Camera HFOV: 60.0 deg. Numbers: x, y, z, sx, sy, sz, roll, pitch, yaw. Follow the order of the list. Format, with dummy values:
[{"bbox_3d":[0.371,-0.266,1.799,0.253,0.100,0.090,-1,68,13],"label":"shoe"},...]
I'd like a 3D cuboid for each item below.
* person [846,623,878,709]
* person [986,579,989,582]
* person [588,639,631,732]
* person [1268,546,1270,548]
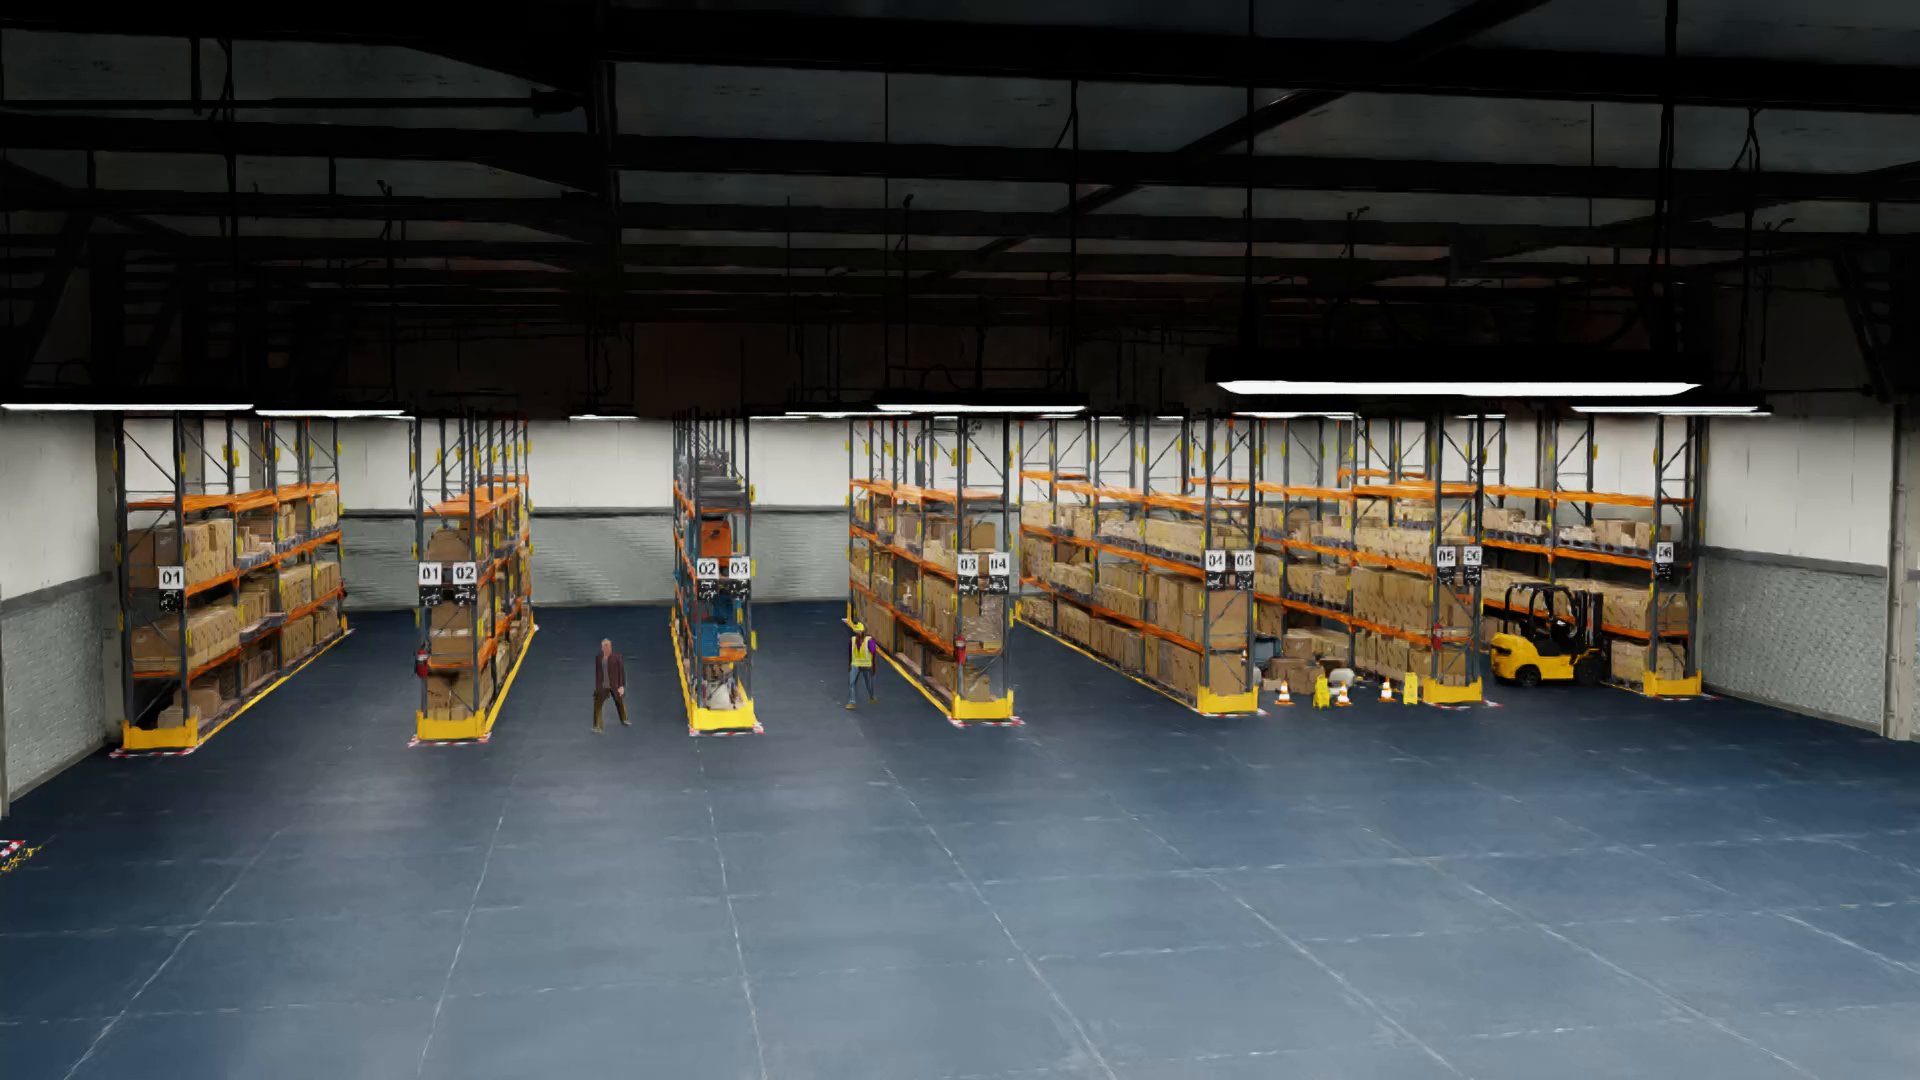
[{"bbox_3d":[-1.967,2.504,33.363,0.615,1.716,0.973,1,4,10],"label":"person"},{"bbox_3d":[0.842,1.638,46.073,0.446,1.588,1.110,-1,4,-9],"label":"person"},{"bbox_3d":[-6.482,2.674,30.801,0.635,1.722,1.046,1,4,9],"label":"person"},{"bbox_3d":[10.075,1.035,54.091,0.576,1.653,0.487,4,6,45],"label":"person"}]
